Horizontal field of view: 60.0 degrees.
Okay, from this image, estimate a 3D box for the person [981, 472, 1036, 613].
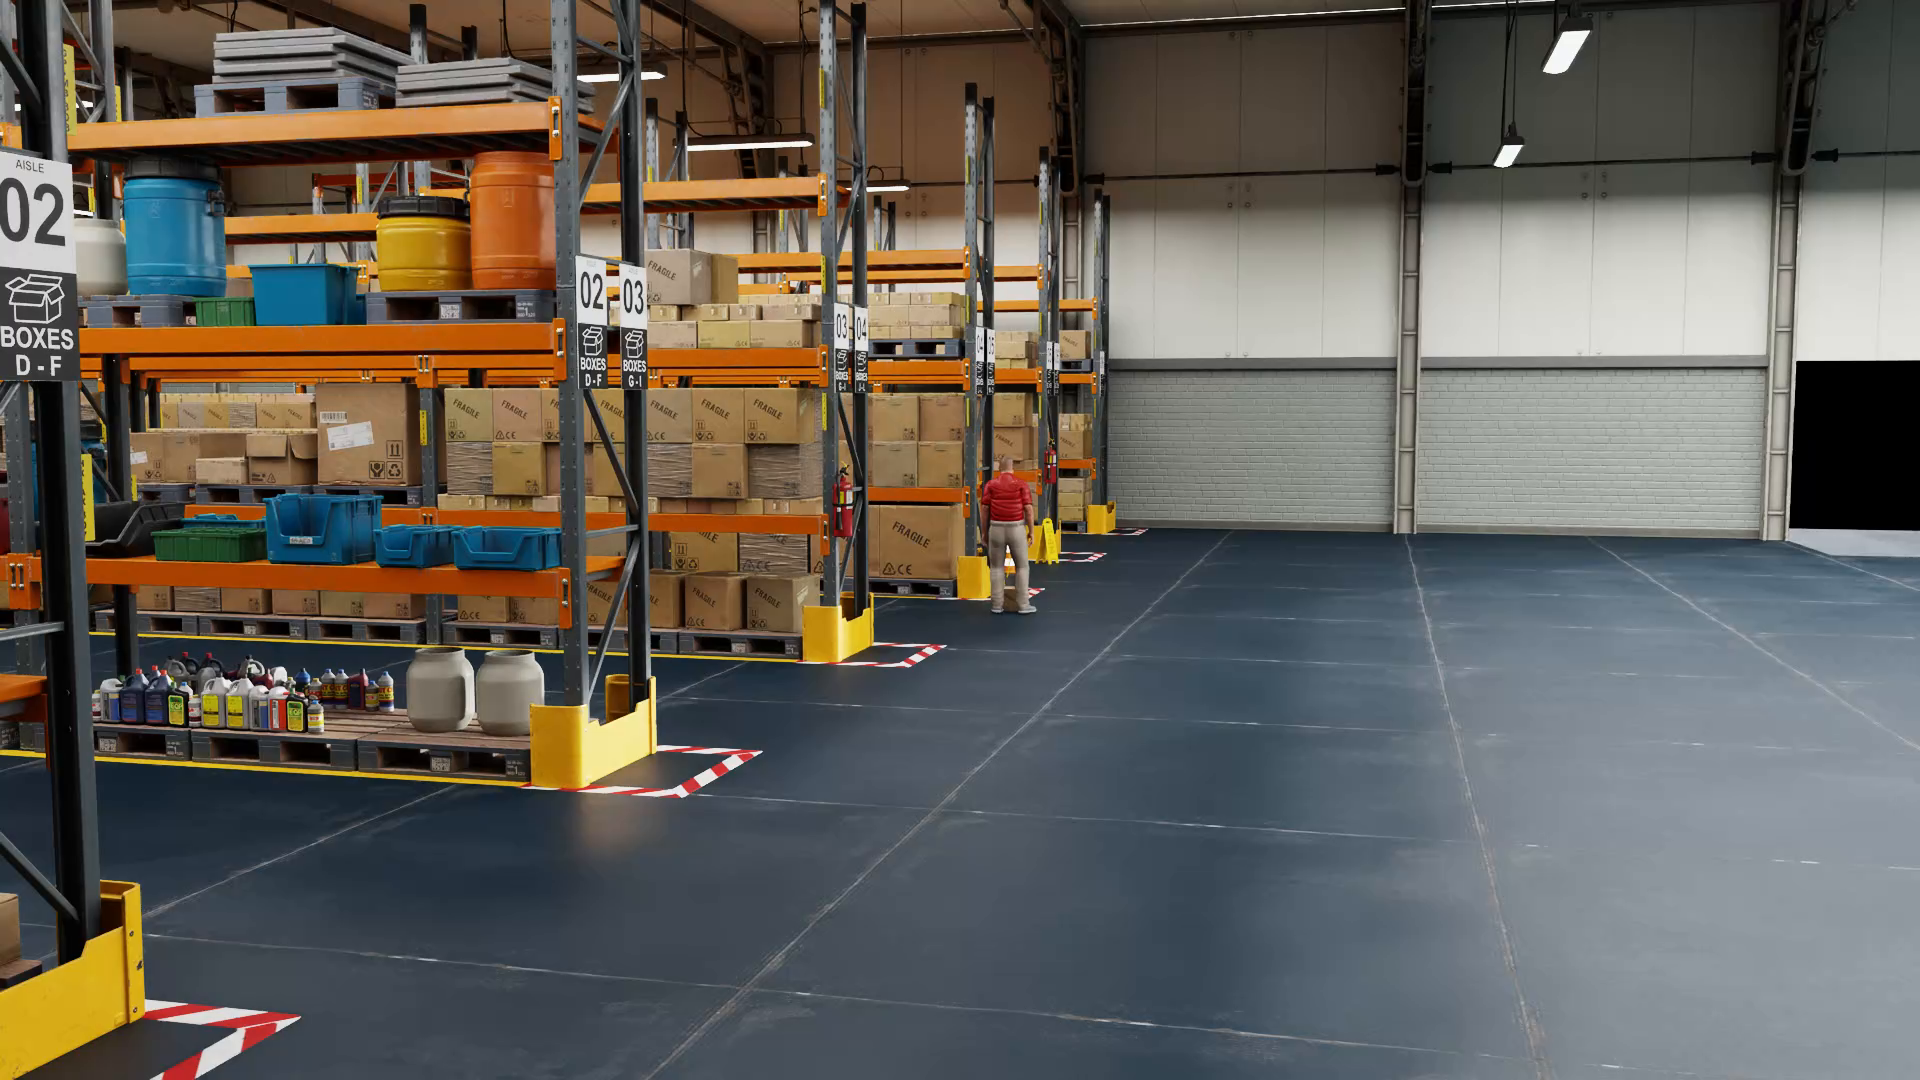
[{"bbox_3d":[0.534,0.029,18.301,0.593,1.552,0.385,1,5,11],"label":"person"}]
